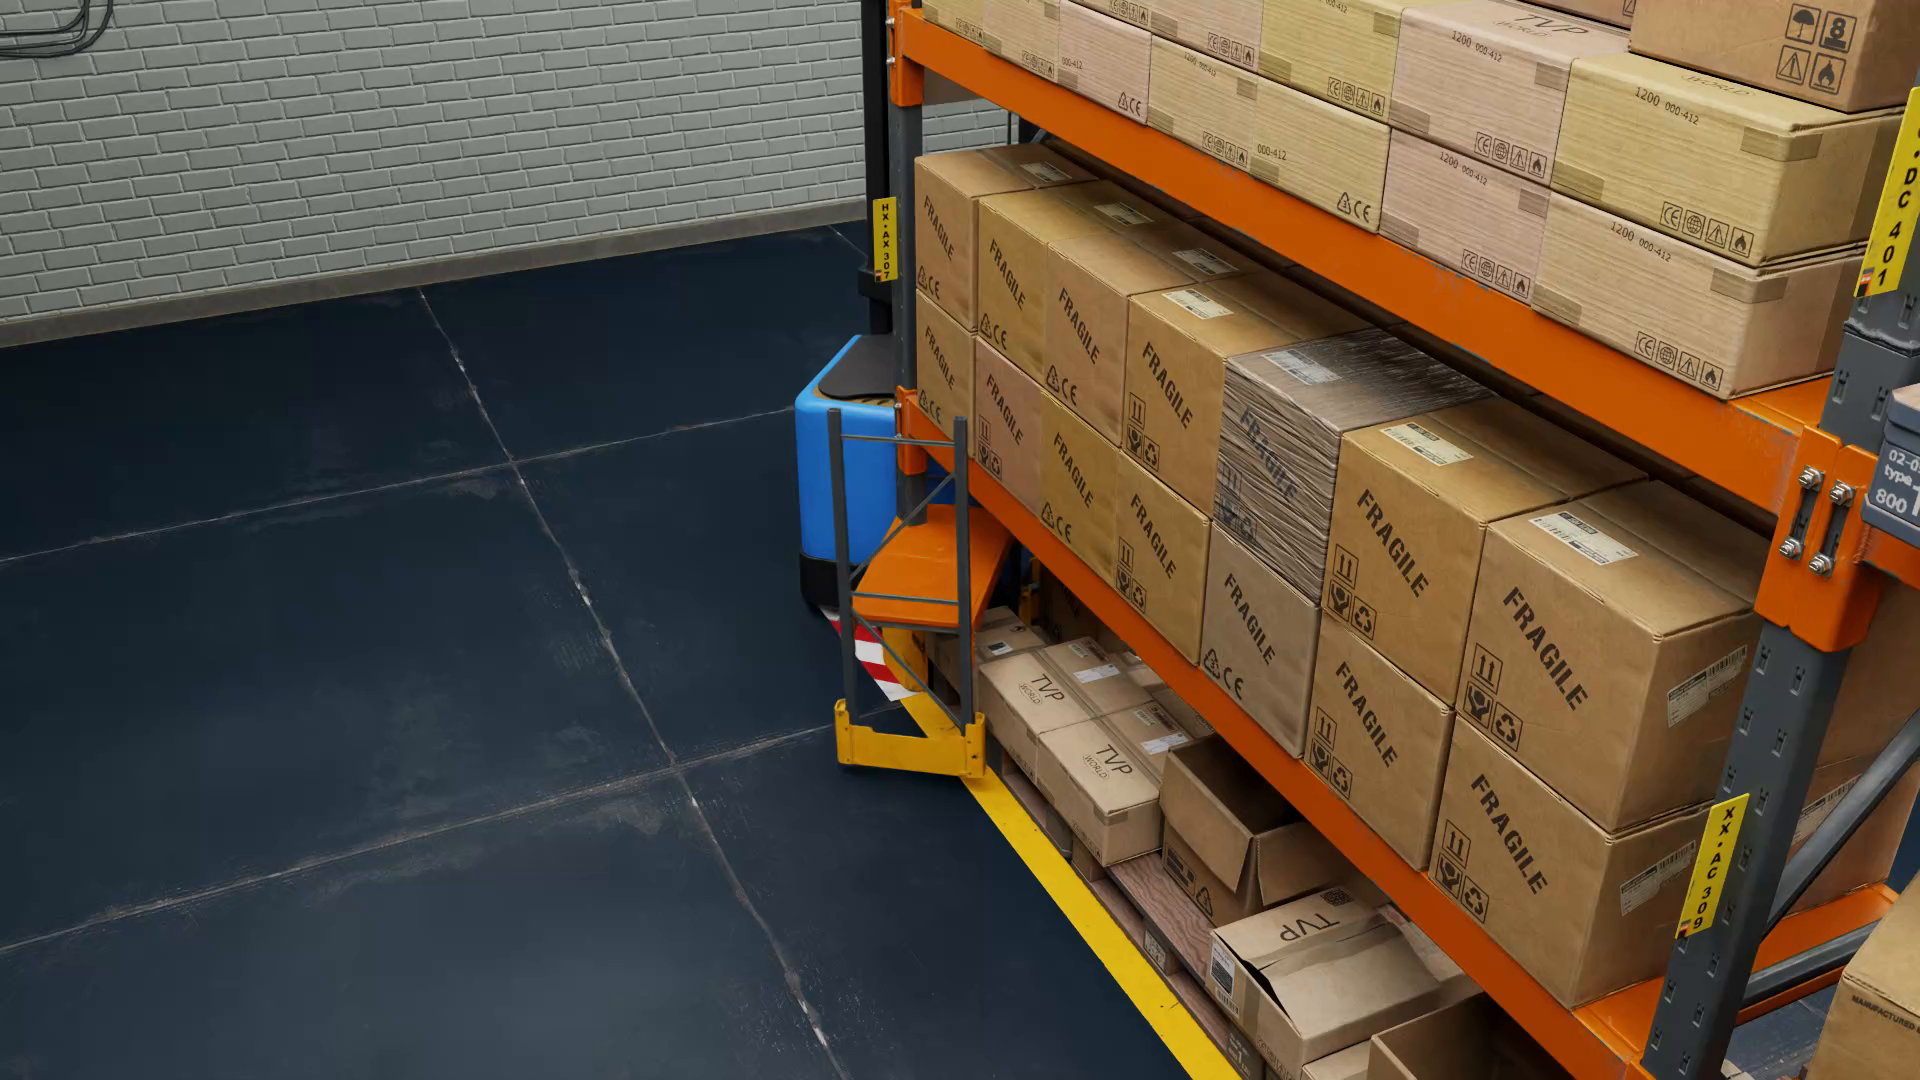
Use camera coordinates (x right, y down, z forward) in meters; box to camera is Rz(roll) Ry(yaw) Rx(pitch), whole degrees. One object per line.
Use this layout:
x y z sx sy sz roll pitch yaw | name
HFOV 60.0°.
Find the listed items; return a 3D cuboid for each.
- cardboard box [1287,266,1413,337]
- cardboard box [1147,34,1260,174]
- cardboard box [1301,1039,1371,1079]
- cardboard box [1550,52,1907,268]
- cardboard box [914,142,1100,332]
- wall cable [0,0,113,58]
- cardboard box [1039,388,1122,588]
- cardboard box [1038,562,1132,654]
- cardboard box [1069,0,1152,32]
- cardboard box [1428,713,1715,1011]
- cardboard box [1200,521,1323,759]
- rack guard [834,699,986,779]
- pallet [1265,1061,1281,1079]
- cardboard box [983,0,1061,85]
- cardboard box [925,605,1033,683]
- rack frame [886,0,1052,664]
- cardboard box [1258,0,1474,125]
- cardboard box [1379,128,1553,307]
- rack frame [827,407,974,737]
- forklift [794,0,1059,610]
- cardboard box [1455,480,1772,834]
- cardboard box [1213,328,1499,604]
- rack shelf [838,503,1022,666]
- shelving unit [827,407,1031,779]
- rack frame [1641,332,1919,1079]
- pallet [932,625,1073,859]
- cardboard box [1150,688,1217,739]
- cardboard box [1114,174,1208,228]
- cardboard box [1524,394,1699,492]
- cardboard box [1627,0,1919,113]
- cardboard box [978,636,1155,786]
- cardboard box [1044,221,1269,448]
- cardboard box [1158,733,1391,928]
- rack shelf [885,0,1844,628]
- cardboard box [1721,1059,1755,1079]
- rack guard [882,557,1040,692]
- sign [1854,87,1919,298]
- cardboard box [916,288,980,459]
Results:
1.314 -0.543 5.027 0.500 0.500 0.500 -12 31 -20 | cardboard box
0.840 -1.179 4.372 0.500 0.250 0.500 -13 32 -22 | cardboard box
1.210 1.593 4.807 0.380 0.149 0.250 -13 32 -22 | cardboard box
1.472 -0.732 3.063 0.500 0.250 0.500 -13 32 -22 | cardboard box
0.162 -1.108 6.035 0.500 0.500 0.500 -12 31 -20 | cardboard box
-6.368 -3.674 8.776 3.097 2.526 0.112 -13 32 -22 | wall cable
0.601 -0.223 5.479 0.500 0.500 0.500 -13 32 -22 | cardboard box
0.665 0.207 6.920 0.500 0.500 0.500 -13 32 -22 | cardboard box
0.623 -1.617 4.643 0.500 0.250 0.500 -13 32 -22 | cardboard box
1.480 0.676 3.875 0.500 0.500 0.500 -13 32 -21 | cardboard box
1.035 0.223 4.684 0.500 0.500 0.500 -12 32 -21 | cardboard box
-0.193 0.772 6.469 0.587 0.250 0.087 5 29 11 | rack guard
1.632 1.800 4.825 1.003 0.211 1.213 -13 32 -22 | pallet
0.403 -1.619 5.157 0.500 0.250 0.500 -13 32 -22 | cardboard box
0.079 0.429 6.884 0.380 0.149 0.250 -13 32 -22 | cardboard box
0.209 -0.880 6.752 1.000 3.000 0.127 -13 32 -22 | rack frame
1.048 -1.175 3.853 0.500 0.250 0.500 -13 32 -22 | cardboard box
1.272 -0.738 3.586 0.500 0.250 0.500 -13 32 -22 | cardboard box
-0.206 0.220 6.176 0.500 1.500 0.032 5 29 11 | rack frame
0.181 -1.572 8.057 1.130 2.935 3.031 8 30 15 | forklift
1.476 0.238 3.634 0.500 0.500 0.500 -13 32 -22 | cardboard box
1.037 -0.210 4.433 0.500 0.500 0.500 -13 32 -22 | cardboard box
-0.094 0.145 6.698 0.538 0.185 1.000 5 29 11 | rack shelf
-0.100 -0.010 6.606 0.587 1.500 1.083 5 29 11 | shelving unit
1.926 0.887 3.601 1.000 3.000 0.127 -13 32 -22 | rack frame
0.585 0.722 6.747 1.003 0.211 1.213 -13 32 -22 | pallet
1.046 0.742 6.222 0.500 0.250 0.500 -13 32 -22 | cardboard box
0.866 -0.998 5.838 0.500 0.500 0.500 -12 32 -21 | cardboard box
1.756 -0.088 4.215 0.500 0.500 0.500 -14 32 -24 | cardboard box
1.683 -1.108 2.967 0.700 0.500 0.500 -13 32 -22 | cardboard box
0.401 0.648 6.389 0.500 0.250 0.500 -13 32 -22 | cardboard box
0.603 -0.657 5.230 0.500 0.500 0.500 -13 32 -21 | cardboard box
1.115 0.955 5.582 0.797 0.503 0.637 -13 32 -22 | cardboard box
1.068 -0.991 4.619 1.077 0.370 4.000 -13 32 -22 | rack shelf
1.942 1.637 4.563 0.500 0.311 0.500 -13 32 -22 | cardboard box
0.242 0.244 7.304 1.175 0.500 0.348 -13 32 -22 | rack guard
1.440 -0.530 2.532 0.100 0.325 0.005 -13 32 -22 | sign
0.162 -0.672 6.280 0.500 0.500 0.500 -12 32 -21 | cardboard box
